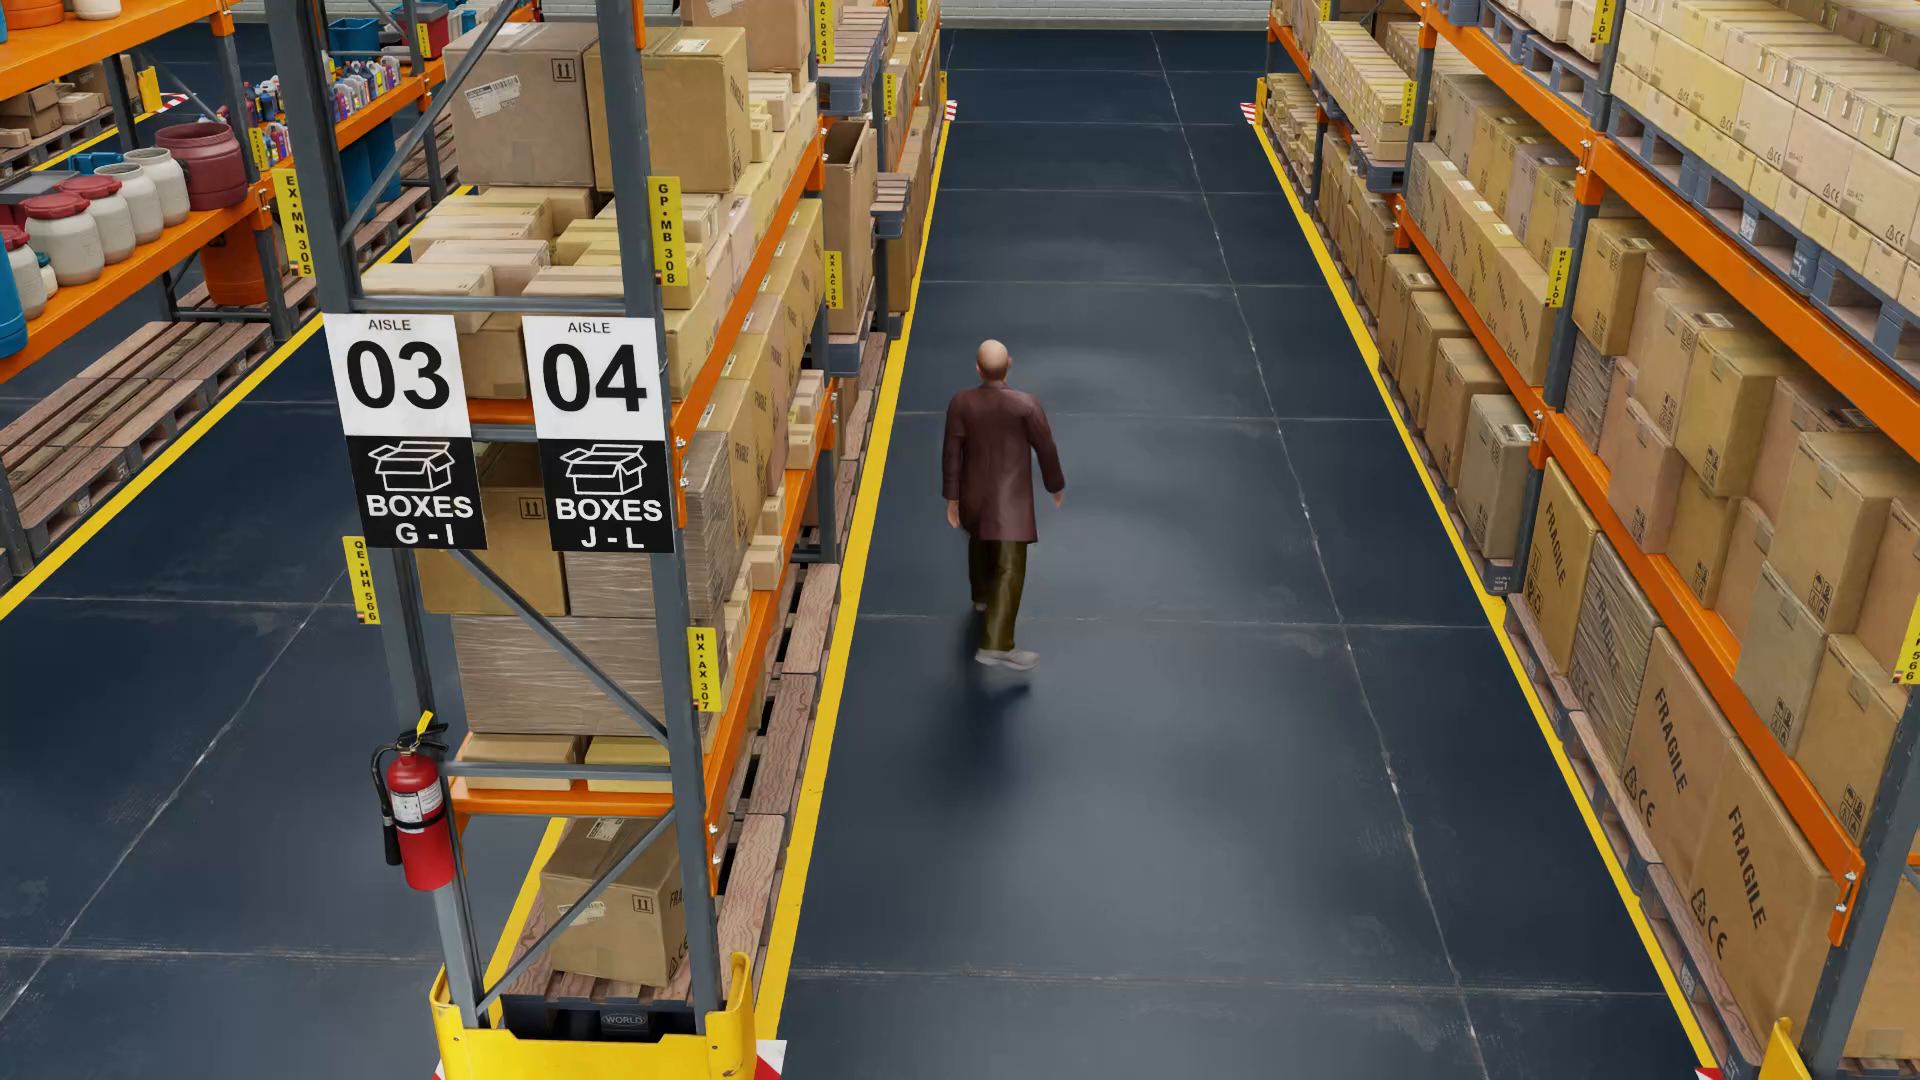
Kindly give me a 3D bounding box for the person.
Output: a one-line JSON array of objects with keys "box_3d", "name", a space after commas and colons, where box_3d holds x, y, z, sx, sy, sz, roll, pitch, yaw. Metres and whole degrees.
[{"box_3d": [0.244, -0.230, 9.101, 0.702, 1.732, 1.087, 12, 30, 22], "name": "person"}]
